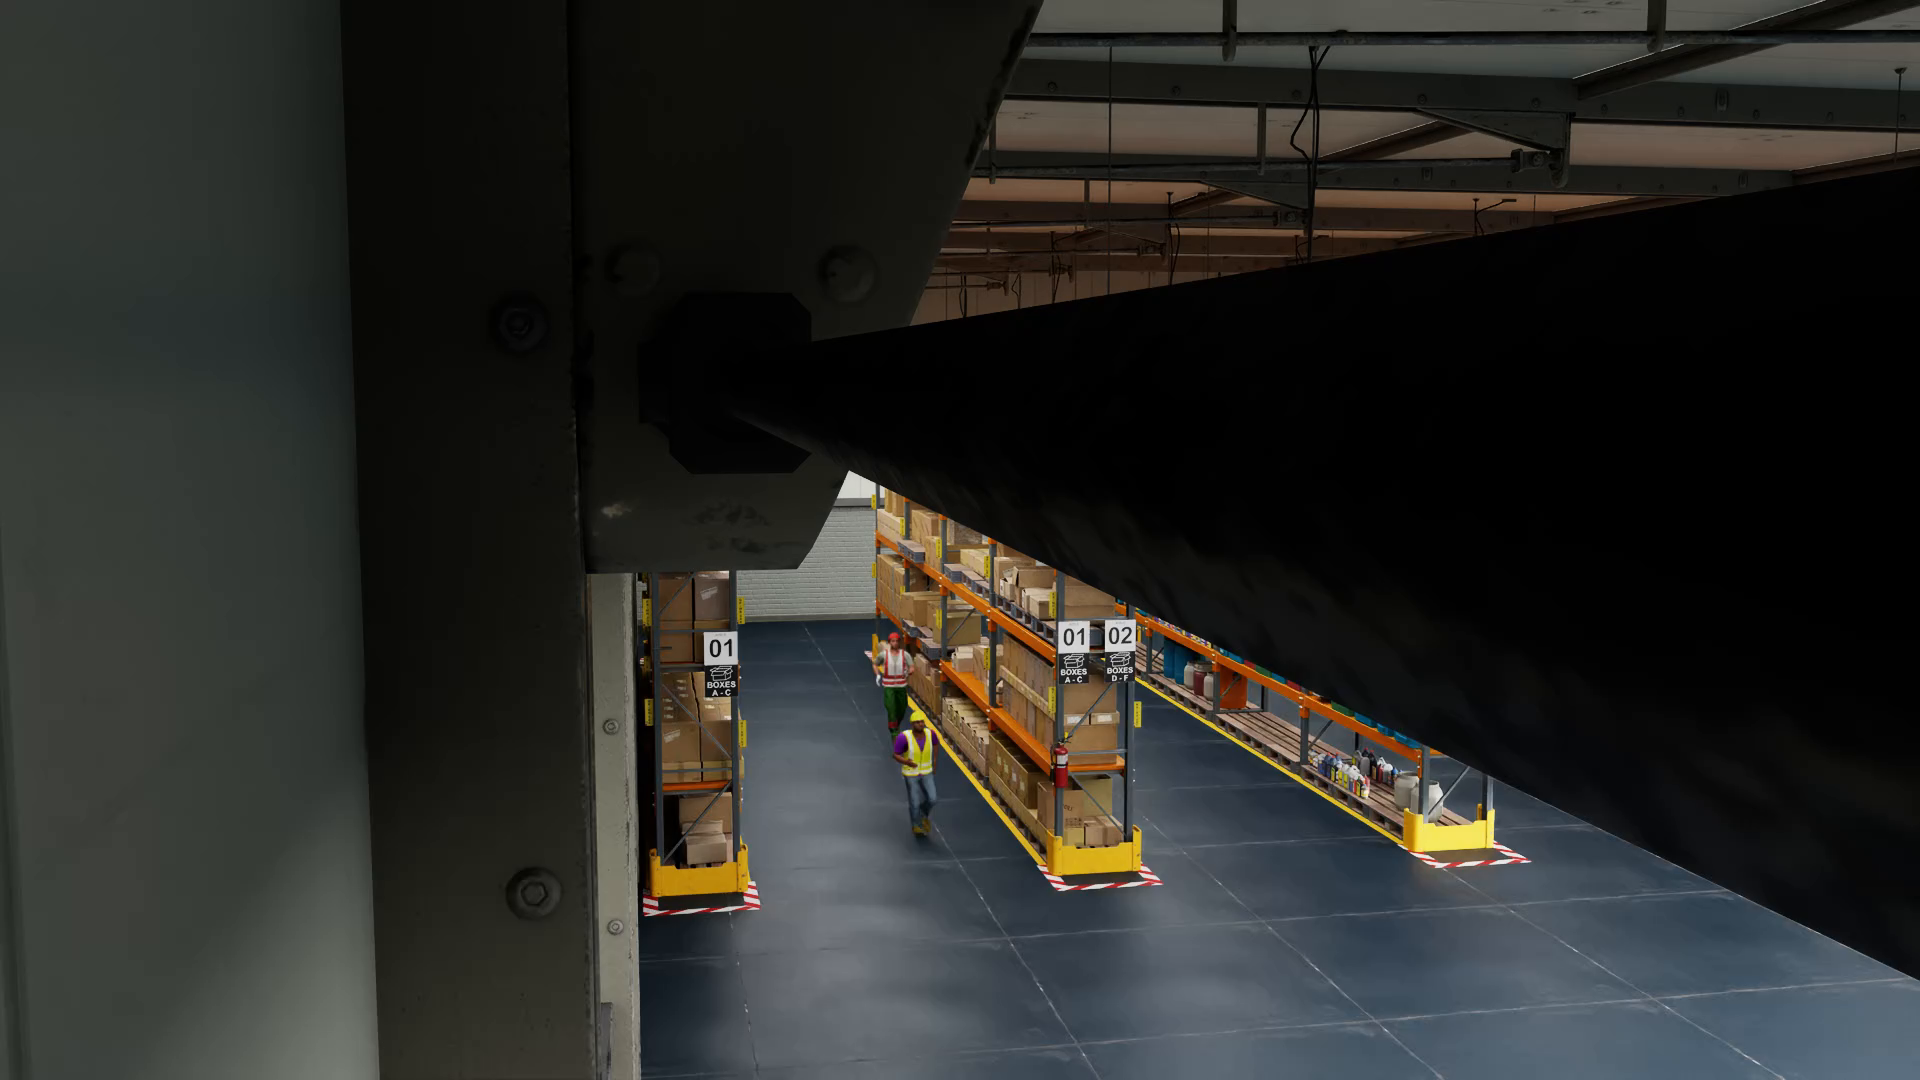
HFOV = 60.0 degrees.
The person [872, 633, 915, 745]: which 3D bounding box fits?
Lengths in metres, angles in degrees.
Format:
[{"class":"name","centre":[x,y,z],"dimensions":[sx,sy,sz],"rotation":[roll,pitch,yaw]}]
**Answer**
[{"class":"person","centre":[-1.056,2.392,26.961],"dimensions":[0.669,1.782,0.845],"rotation":[-1,6,-12]}]

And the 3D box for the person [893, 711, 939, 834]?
[{"class":"person","centre":[-0.558,3.157,22.460],"dimensions":[0.694,1.715,0.650],"rotation":[-2,6,-17]}]
